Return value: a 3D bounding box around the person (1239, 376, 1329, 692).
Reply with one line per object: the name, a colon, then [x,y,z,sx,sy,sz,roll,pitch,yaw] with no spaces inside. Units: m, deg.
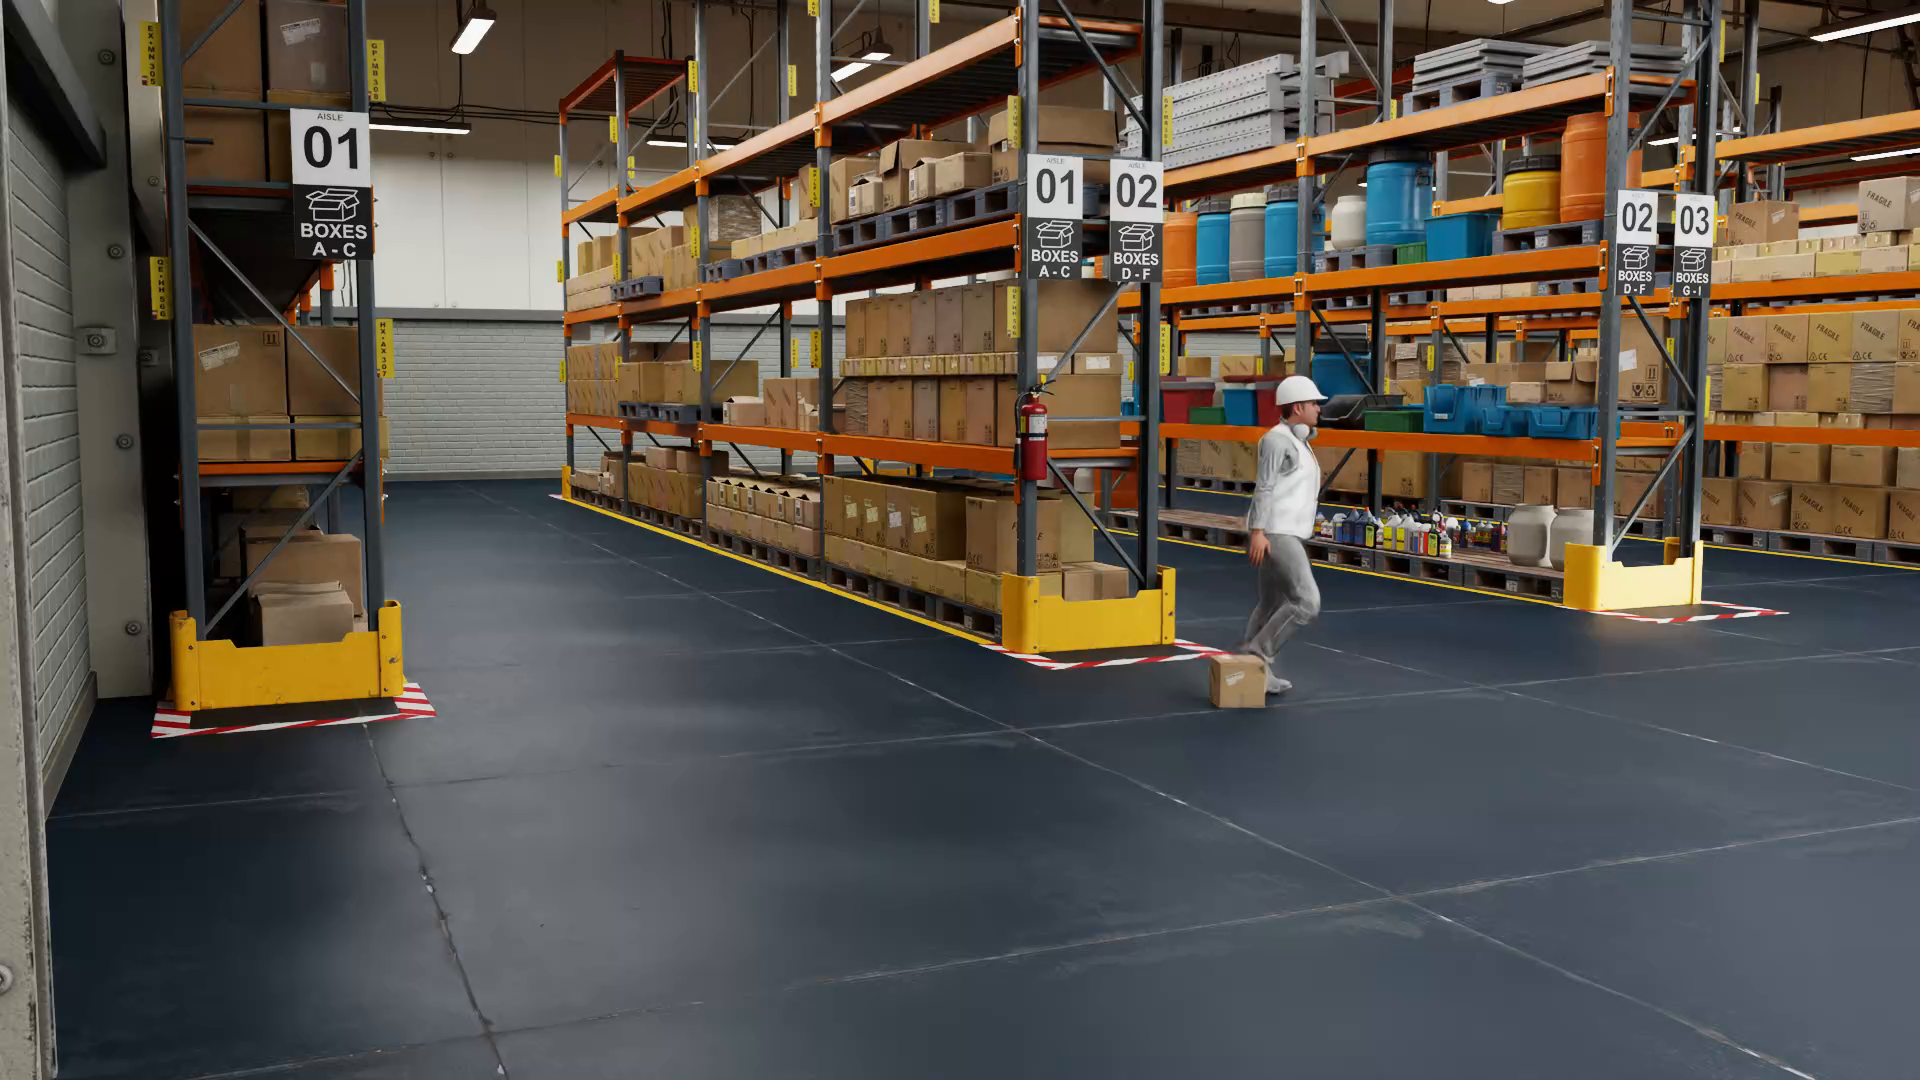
person: [1.782,-0.030,9.241,0.493,1.758,0.566,2,6,20]
